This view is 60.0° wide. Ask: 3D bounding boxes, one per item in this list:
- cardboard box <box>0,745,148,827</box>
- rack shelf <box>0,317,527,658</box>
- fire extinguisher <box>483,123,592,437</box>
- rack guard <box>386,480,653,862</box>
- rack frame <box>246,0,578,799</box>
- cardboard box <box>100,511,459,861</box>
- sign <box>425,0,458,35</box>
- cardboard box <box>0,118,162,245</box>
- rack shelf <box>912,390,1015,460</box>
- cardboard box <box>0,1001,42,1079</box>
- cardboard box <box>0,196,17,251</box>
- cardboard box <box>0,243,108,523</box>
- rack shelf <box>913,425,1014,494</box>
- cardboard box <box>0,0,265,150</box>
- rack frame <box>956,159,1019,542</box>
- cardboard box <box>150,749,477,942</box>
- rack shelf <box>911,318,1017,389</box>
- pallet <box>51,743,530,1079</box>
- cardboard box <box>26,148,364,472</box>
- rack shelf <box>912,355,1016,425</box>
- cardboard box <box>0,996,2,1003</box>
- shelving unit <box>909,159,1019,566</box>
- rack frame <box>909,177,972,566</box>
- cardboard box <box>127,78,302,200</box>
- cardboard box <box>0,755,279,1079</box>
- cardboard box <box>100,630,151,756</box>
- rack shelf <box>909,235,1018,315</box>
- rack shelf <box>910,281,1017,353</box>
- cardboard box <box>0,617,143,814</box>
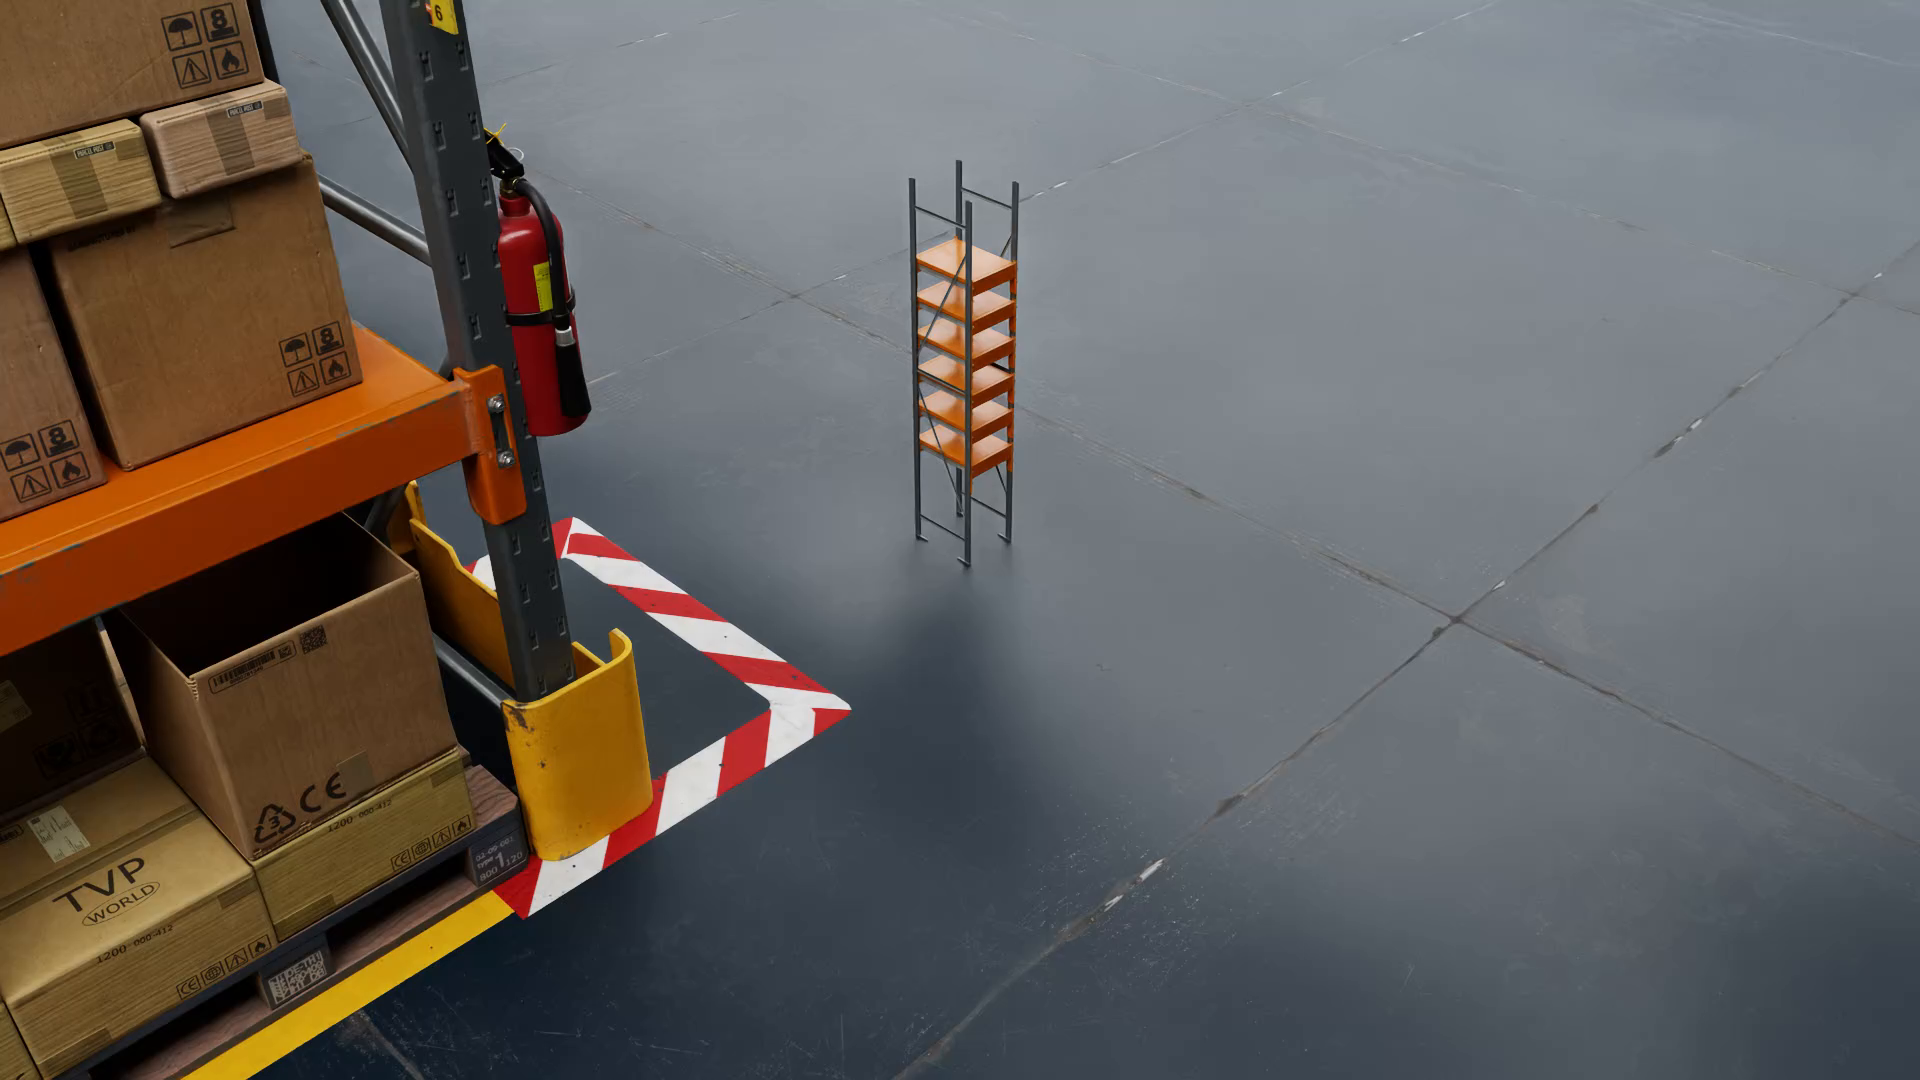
[{"bbox_3d":[-2.202,0.573,3.843,0.500,0.250,0.500,30,45,35],"label":"cardboard box"},{"bbox_3d":[-2.726,0.391,2.695,1.077,0.370,4.000,30,45,35],"label":"rack shelf"},{"bbox_3d":[-0.904,-0.545,3.476,0.296,0.674,0.183,30,45,35],"label":"fire extinguisher"},{"bbox_3d":[-1.300,0.300,4.383,1.175,0.500,0.348,30,45,35],"label":"rack guard"},{"bbox_3d":[-1.317,-0.715,3.654,1.000,3.000,0.127,30,45,35],"label":"rack frame"},{"bbox_3d":[-1.483,0.270,3.621,0.500,0.500,0.500,30,45,35],"label":"cardboard box"},{"bbox_3d":[-0.941,-1.063,2.933,0.100,0.325,0.005,30,45,35],"label":"sign"},{"bbox_3d":[-1.634,-0.684,2.954,0.250,0.149,0.380,-29,44,-35],"label":"cardboard box"},{"bbox_3d":[0.010,-0.363,5.009,0.258,0.103,0.180,30,45,35],"label":"rack shelf"},{"bbox_3d":[-2.179,0.988,3.247,0.500,0.250,0.500,30,45,35],"label":"cardboard box"},{"bbox_3d":[-1.814,-0.580,2.805,0.380,0.149,0.250,29,44,35],"label":"cardboard box"},{"bbox_3d":[-2.021,-0.357,3.052,0.500,0.500,0.700,-29,44,-35],"label":"cardboard box"},{"bbox_3d":[0.010,-0.265,5.078,0.258,0.103,0.180,30,45,35],"label":"rack shelf"},{"bbox_3d":[-1.692,-1.083,2.959,0.500,0.500,0.700,-30,45,-35],"label":"cardboard box"},{"bbox_3d":[0.075,-0.535,4.968,0.240,1.200,0.006,30,45,35],"label":"rack frame"},{"bbox_3d":[-1.485,0.577,3.837,0.500,0.250,0.500,30,45,35],"label":"cardboard box"},{"bbox_3d":[0.010,-0.560,4.872,0.258,0.103,0.180,30,45,35],"label":"rack shelf"},{"bbox_3d":[-1.826,0.756,3.982,1.003,0.211,1.213,30,45,35],"label":"pallet"},{"bbox_3d":[-1.654,-0.572,3.361,0.700,0.500,0.500,30,45,35],"label":"cardboard box"},{"bbox_3d":[0.010,-0.462,4.941,0.258,0.103,0.180,30,45,35],"label":"rack shelf"},{"bbox_3d":[-2.177,0.682,3.031,0.500,0.500,0.500,30,45,35],"label":"cardboard box"},{"bbox_3d":[0.010,-0.498,4.915,0.258,1.200,0.189,30,45,35],"label":"shelving unit"},{"bbox_3d":[-0.054,-0.461,4.862,0.240,1.200,0.006,30,45,35],"label":"rack frame"},{"bbox_3d":[-1.450,-0.791,3.107,0.380,0.149,0.250,29,44,35],"label":"cardboard box"},{"bbox_3d":[-1.828,0.785,3.539,0.500,0.250,0.500,30,45,35],"label":"cardboard box"},{"bbox_3d":[-1.852,0.368,4.137,0.500,0.250,0.500,30,45,35],"label":"cardboard box"},{"bbox_3d":[0.010,-0.757,4.735,0.258,0.103,0.180,30,45,35],"label":"rack shelf"},{"bbox_3d":[0.010,-0.658,4.803,0.258,0.103,0.180,30,45,35],"label":"rack shelf"},{"bbox_3d":[-2.203,0.264,3.630,0.500,0.500,0.500,30,45,35],"label":"cardboard box"}]
